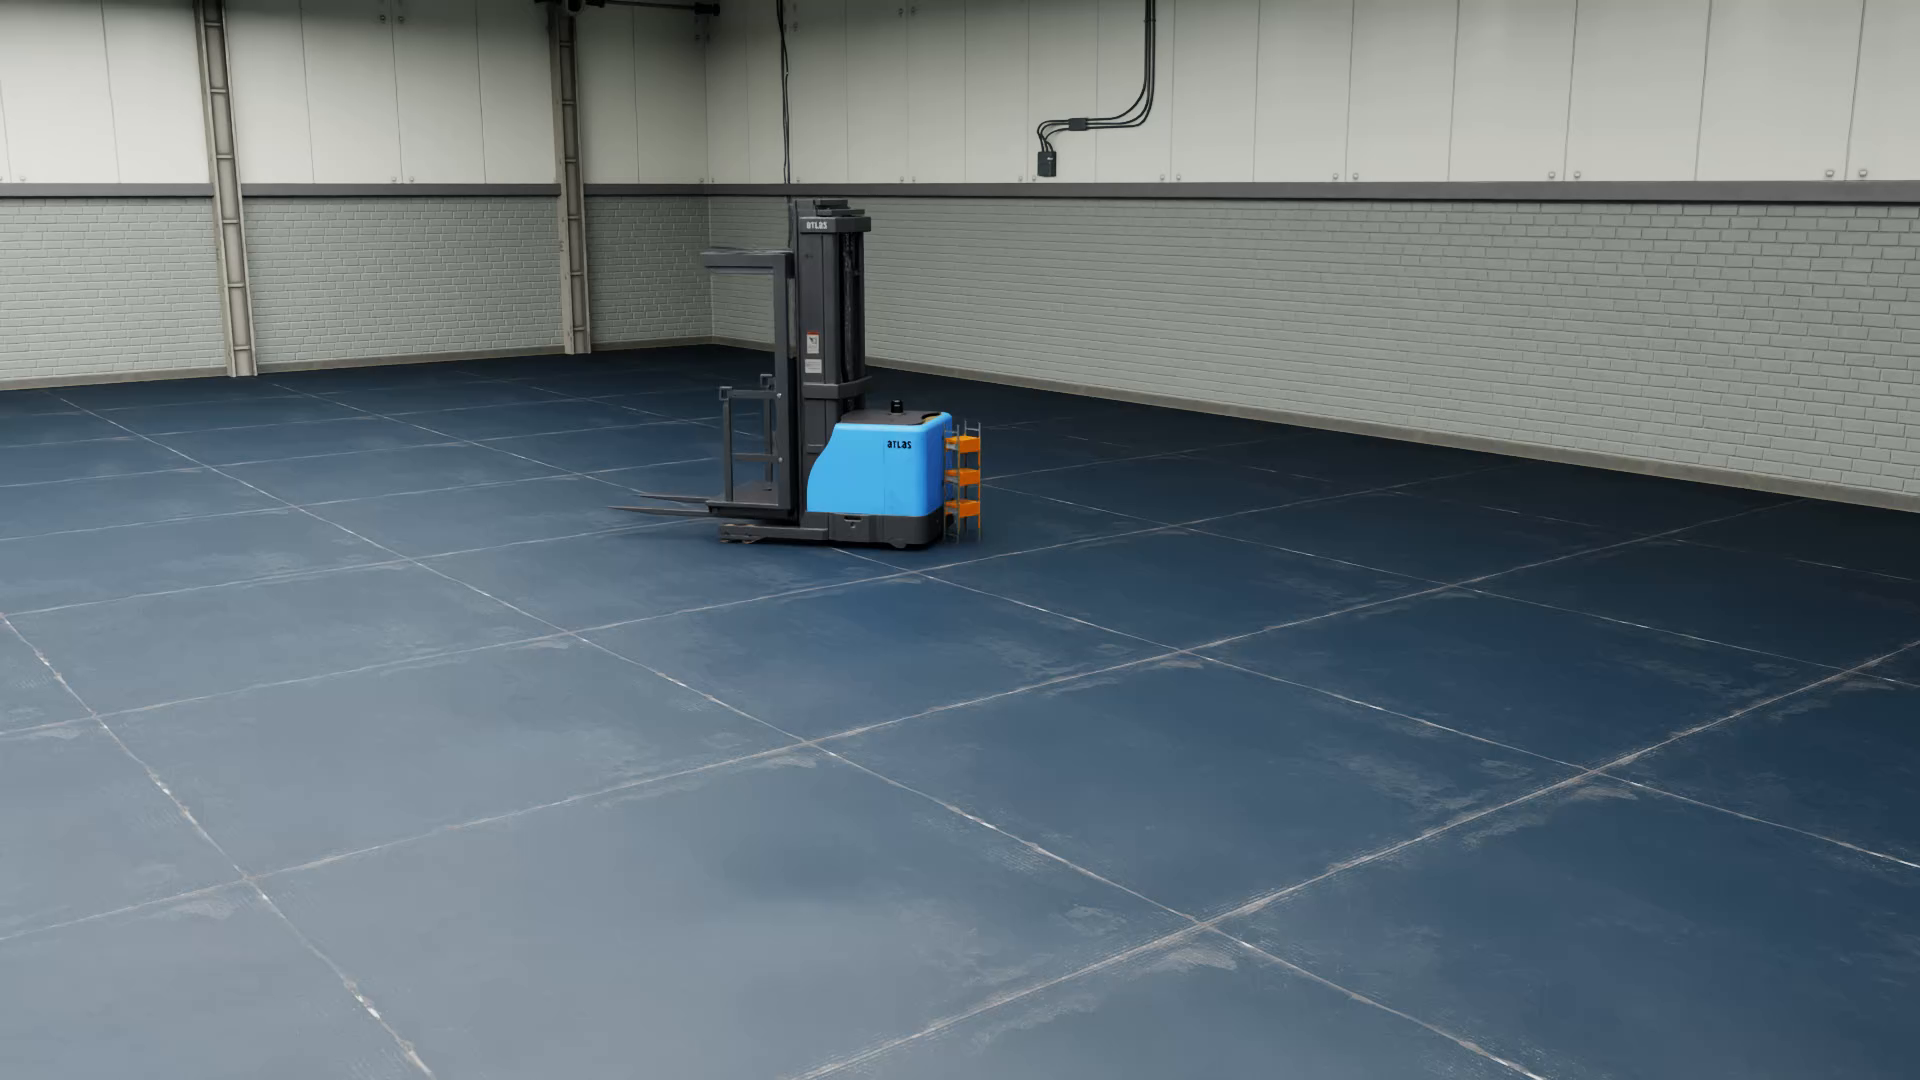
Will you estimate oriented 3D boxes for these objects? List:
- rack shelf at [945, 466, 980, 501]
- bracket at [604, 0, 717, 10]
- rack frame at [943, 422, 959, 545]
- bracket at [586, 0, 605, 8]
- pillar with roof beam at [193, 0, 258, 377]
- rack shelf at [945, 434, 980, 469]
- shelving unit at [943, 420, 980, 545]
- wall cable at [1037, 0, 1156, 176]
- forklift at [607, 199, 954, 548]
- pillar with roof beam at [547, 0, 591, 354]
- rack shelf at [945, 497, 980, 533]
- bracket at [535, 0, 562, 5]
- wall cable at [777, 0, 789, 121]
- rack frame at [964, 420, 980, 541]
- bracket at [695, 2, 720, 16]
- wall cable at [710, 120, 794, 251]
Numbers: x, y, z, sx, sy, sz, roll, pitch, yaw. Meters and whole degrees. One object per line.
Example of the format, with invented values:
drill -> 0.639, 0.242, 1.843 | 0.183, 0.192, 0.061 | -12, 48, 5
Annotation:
rack shelf -> 0.017, -0.495, 14.482 | 0.240, 0.259, 0.215 | -10, 16, -40
bracket -> -5.209, -9.883, 30.841 | 3.189, 0.066, 0.076 | -9, 15, -38
rack frame -> -0.075, -0.488, 14.401 | 0.008, 1.050, 0.200 | -10, 16, -40
bracket -> -6.598, -9.652, 29.754 | 0.430, 0.232, 0.235 | -9, 15, -38
pillar with roof beam -> -9.140, -6.418, 23.191 | 0.400, 9.000, 9.100 | -9, 15, -38
rack shelf -> 0.017, -0.772, 14.424 | 0.240, 0.259, 0.215 | -10, 16, -40
shelving unit -> 0.017, -0.505, 14.480 | 0.252, 1.050, 0.215 | -10, 16, -40
wall cable -> 1.901, -8.185, 23.322 | 0.169, 6.003, 2.305 | -9, 15, -38
forklift -> -1.630, -1.504, 14.653 | 3.031, 2.935, 1.130 | 3, 12, 14
pillar with roof beam -> -4.454, -7.197, 26.857 | 0.548, 9.000, 9.100 | -9, 15, -38
rack shelf -> 0.017, -0.223, 14.540 | 0.240, 0.259, 0.215 | -10, 16, -40
bracket -> -7.246, -9.545, 29.247 | 0.430, 0.232, 0.235 | -9, 15, -38
wall cable -> -2.327, -8.576, 28.667 | 0.112, 2.526, 3.097 | -9, 15, -38
rack frame -> 0.108, -0.522, 14.559 | 0.008, 1.050, 0.200 | -10, 16, -40
bracket -> -4.747, -9.960, 31.202 | 0.430, 0.232, 0.235 | -9, 15, -38
wall cable -> -4.017, -6.544, 31.258 | 0.112, 2.526, 3.097 | -9, 15, -38
